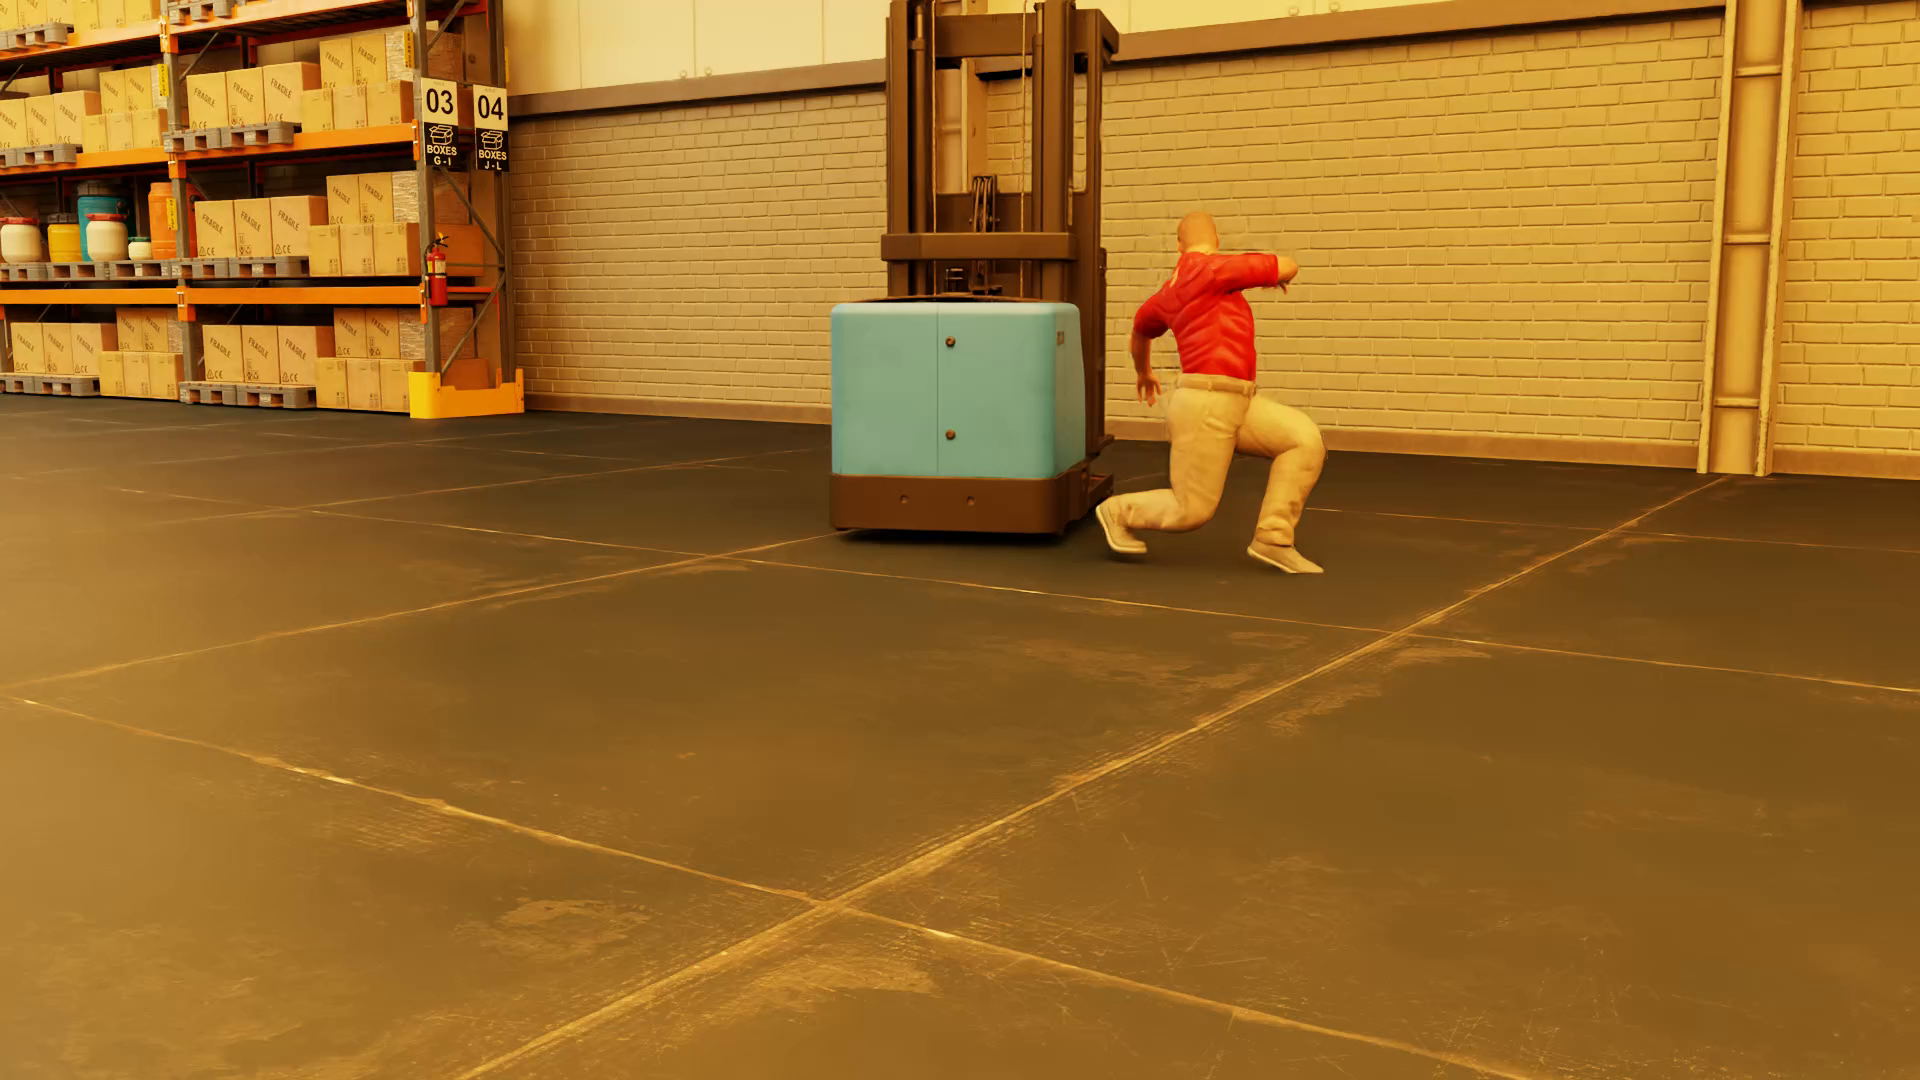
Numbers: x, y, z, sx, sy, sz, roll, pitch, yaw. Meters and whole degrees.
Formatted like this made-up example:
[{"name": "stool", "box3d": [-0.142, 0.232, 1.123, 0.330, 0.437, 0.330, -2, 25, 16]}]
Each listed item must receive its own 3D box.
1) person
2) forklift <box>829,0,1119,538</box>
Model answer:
[{"name": "person", "box3d": [1.056, -0.608, 6.904, 0.975, 1.483, 0.812, 3, 9, 18]}, {"name": "forklift", "box3d": [0.220, -1.629, 8.649, 1.130, 2.935, 3.031, 2, 8, 12]}]
